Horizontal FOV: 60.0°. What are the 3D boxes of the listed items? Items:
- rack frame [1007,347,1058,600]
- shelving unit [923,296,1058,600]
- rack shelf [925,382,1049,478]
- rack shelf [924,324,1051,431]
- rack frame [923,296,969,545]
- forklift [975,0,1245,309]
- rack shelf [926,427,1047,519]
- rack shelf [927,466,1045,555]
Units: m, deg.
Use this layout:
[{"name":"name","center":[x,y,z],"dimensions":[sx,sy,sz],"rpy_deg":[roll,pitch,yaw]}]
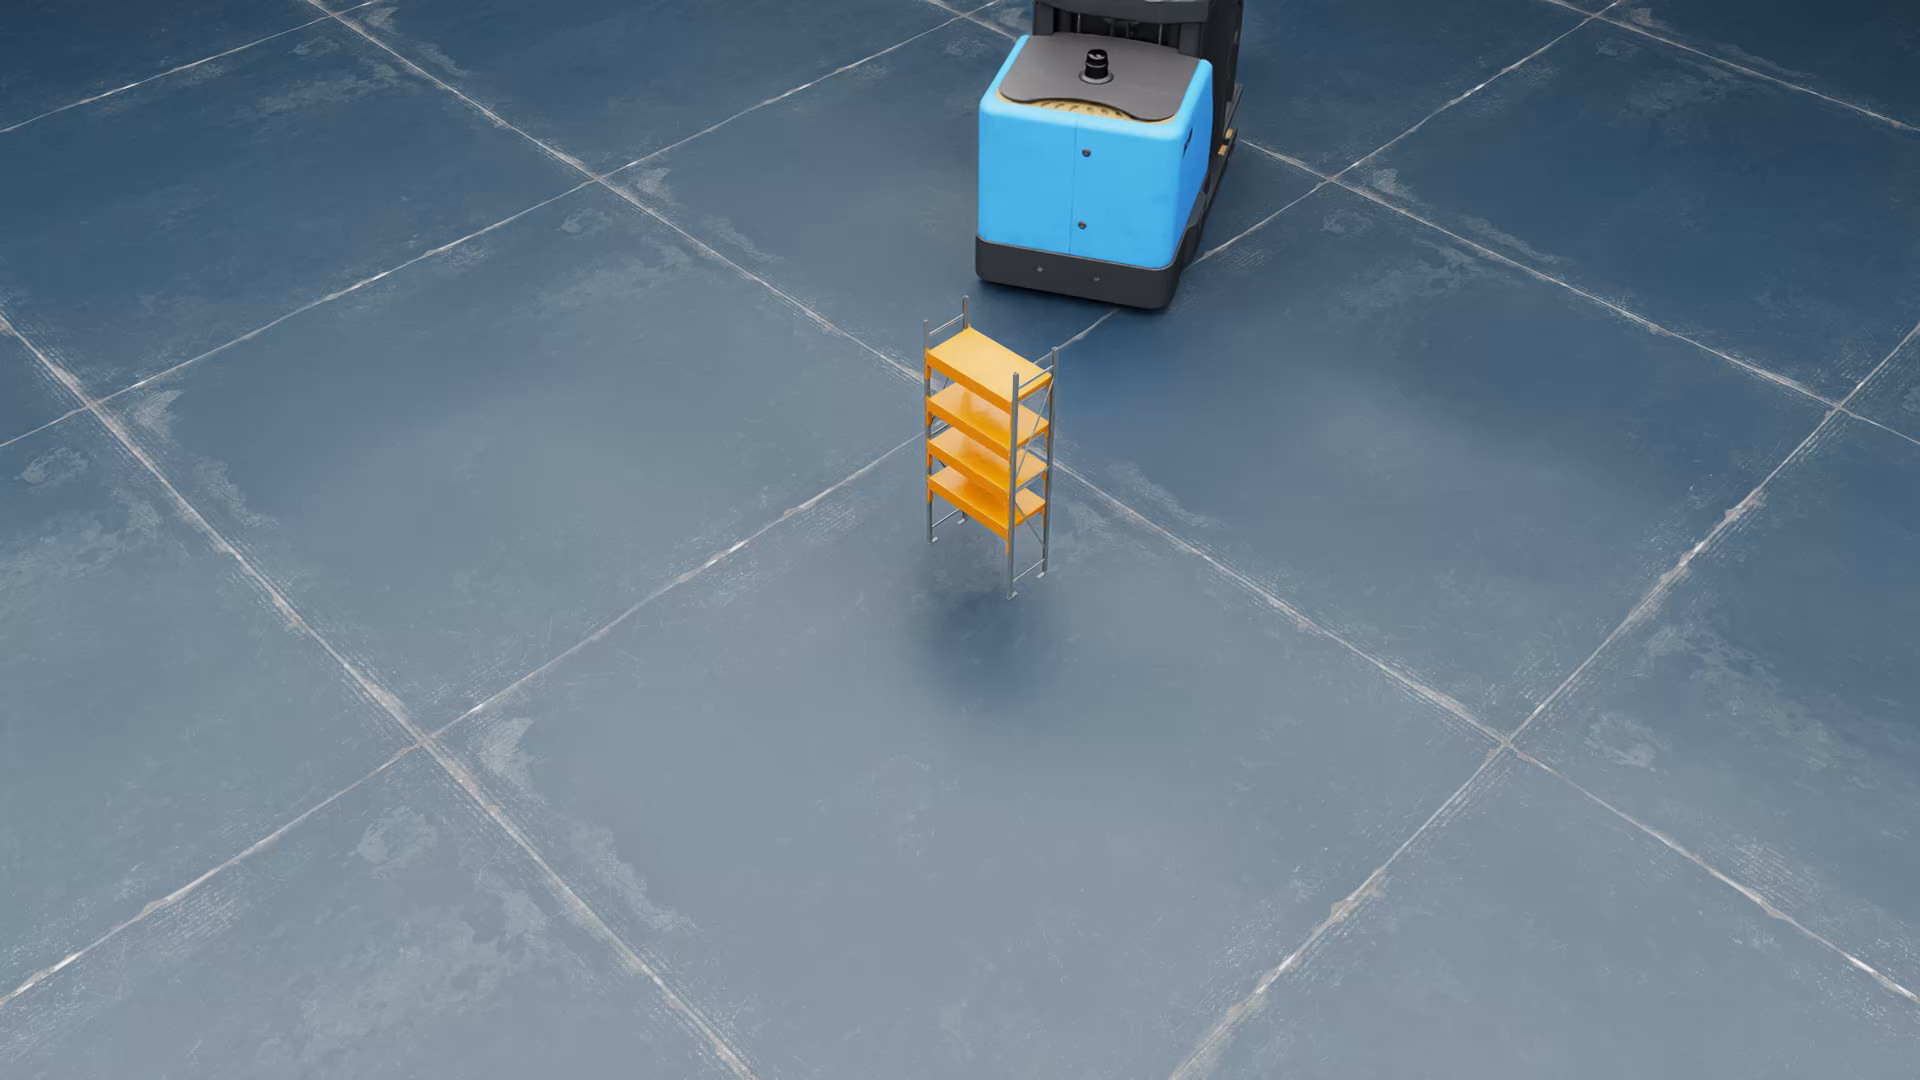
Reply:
[{"name":"rack frame","center":[0.289,-0.244,6.747],"dimensions":[0.240,1.200,0.015],"rpy_deg":[-34,53,-31]},{"name":"shelving unit","center":[0.117,-0.361,6.874],"dimensions":[0.258,1.200,0.503],"rpy_deg":[-34,53,-31]},{"name":"rack shelf","center":[0.117,-0.476,6.768],"dimensions":[0.258,0.148,0.480],"rpy_deg":[-34,53,-31]},{"name":"rack shelf","center":[0.117,-0.650,6.607],"dimensions":[0.258,0.148,0.480],"rpy_deg":[-34,53,-31]},{"name":"rack frame","center":[-0.055,-0.478,7.001],"dimensions":[0.240,1.200,0.015],"rpy_deg":[-34,53,-31]},{"name":"forklift","center":[1.002,-3.279,8.757],"dimensions":[1.130,2.935,3.031],"rpy_deg":[12,44,13]},{"name":"rack shelf","center":[0.117,-0.312,6.920],"dimensions":[0.258,0.148,0.480],"rpy_deg":[-34,53,-31]},{"name":"rack shelf","center":[0.117,-0.166,7.055],"dimensions":[0.258,0.148,0.480],"rpy_deg":[-34,53,-31]}]
